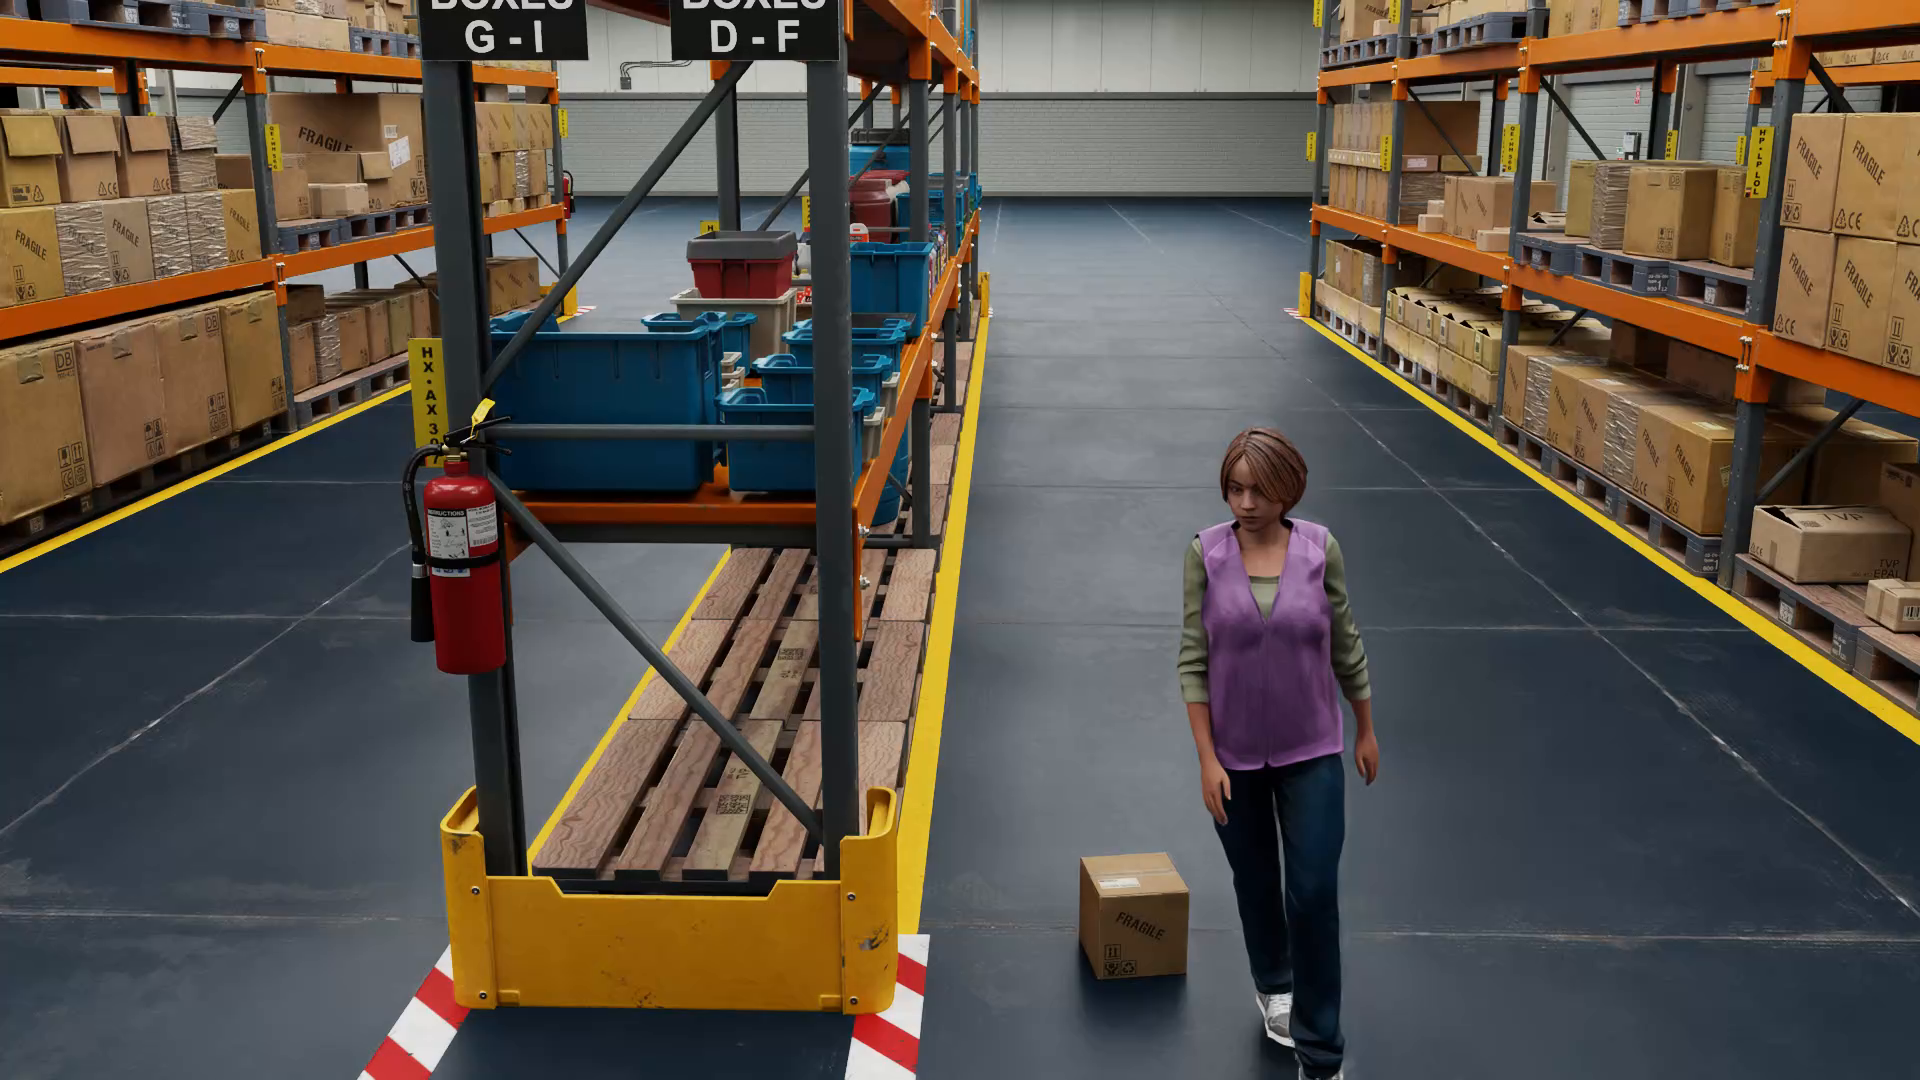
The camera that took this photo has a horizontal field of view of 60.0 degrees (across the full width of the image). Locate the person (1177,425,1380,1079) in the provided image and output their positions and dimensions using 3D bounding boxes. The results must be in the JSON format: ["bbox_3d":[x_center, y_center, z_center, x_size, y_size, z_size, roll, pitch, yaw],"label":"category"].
[{"bbox_3d":[0.747,0.541,3.902,0.486,1.615,0.633,3,14,11],"label":"person"}]
